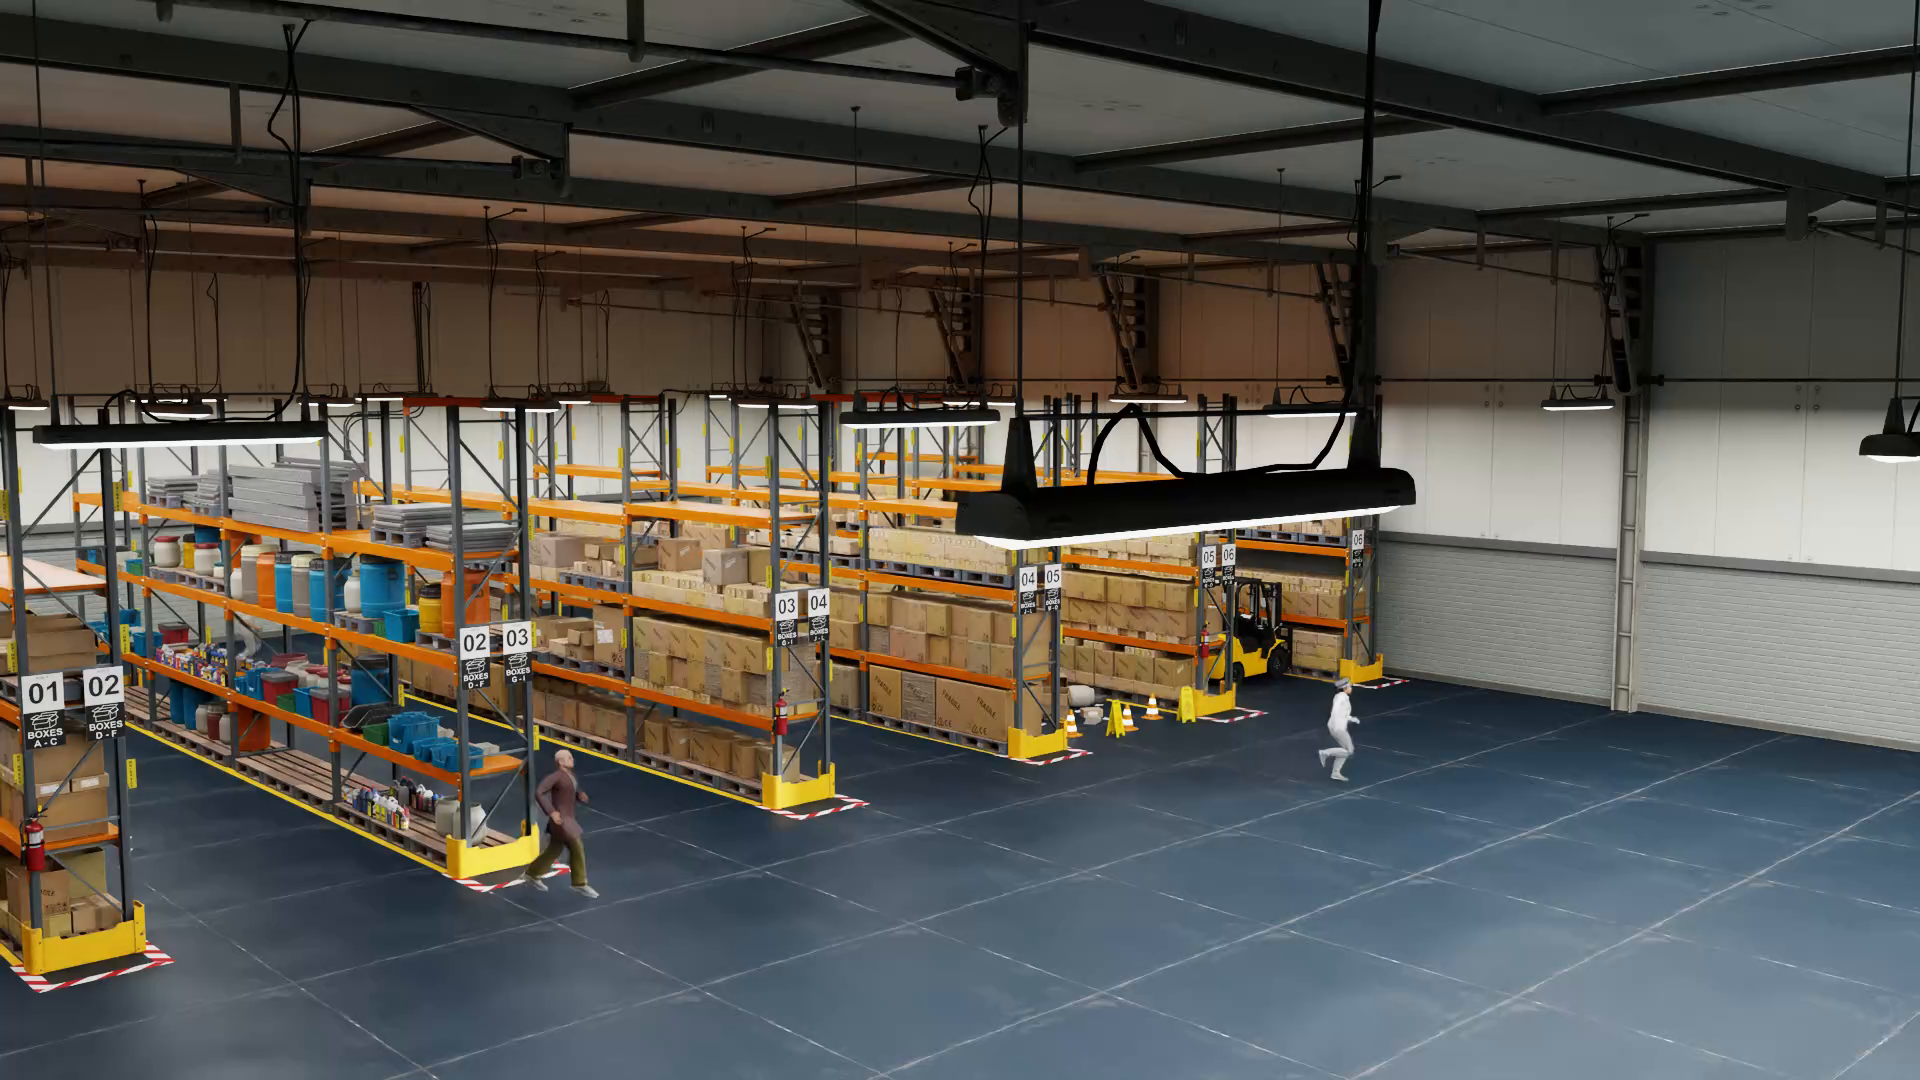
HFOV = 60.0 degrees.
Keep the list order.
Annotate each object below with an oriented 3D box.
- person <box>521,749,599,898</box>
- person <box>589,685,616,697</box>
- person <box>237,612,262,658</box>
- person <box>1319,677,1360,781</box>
[{"bbox_3d":[-4.913,3.458,20.407,0.964,1.809,0.706,0,6,-4],"label":"person"},{"bbox_3d":[-6.993,2.303,32.523,0.608,1.833,0.855,-5,8,-43],"label":"person"},{"bbox_3d":[-15.472,2.025,36.194,0.520,1.629,0.577,-3,6,-29],"label":"person"},{"bbox_3d":[6.005,2.992,26.300,0.640,1.649,0.653,0,6,4],"label":"person"}]
